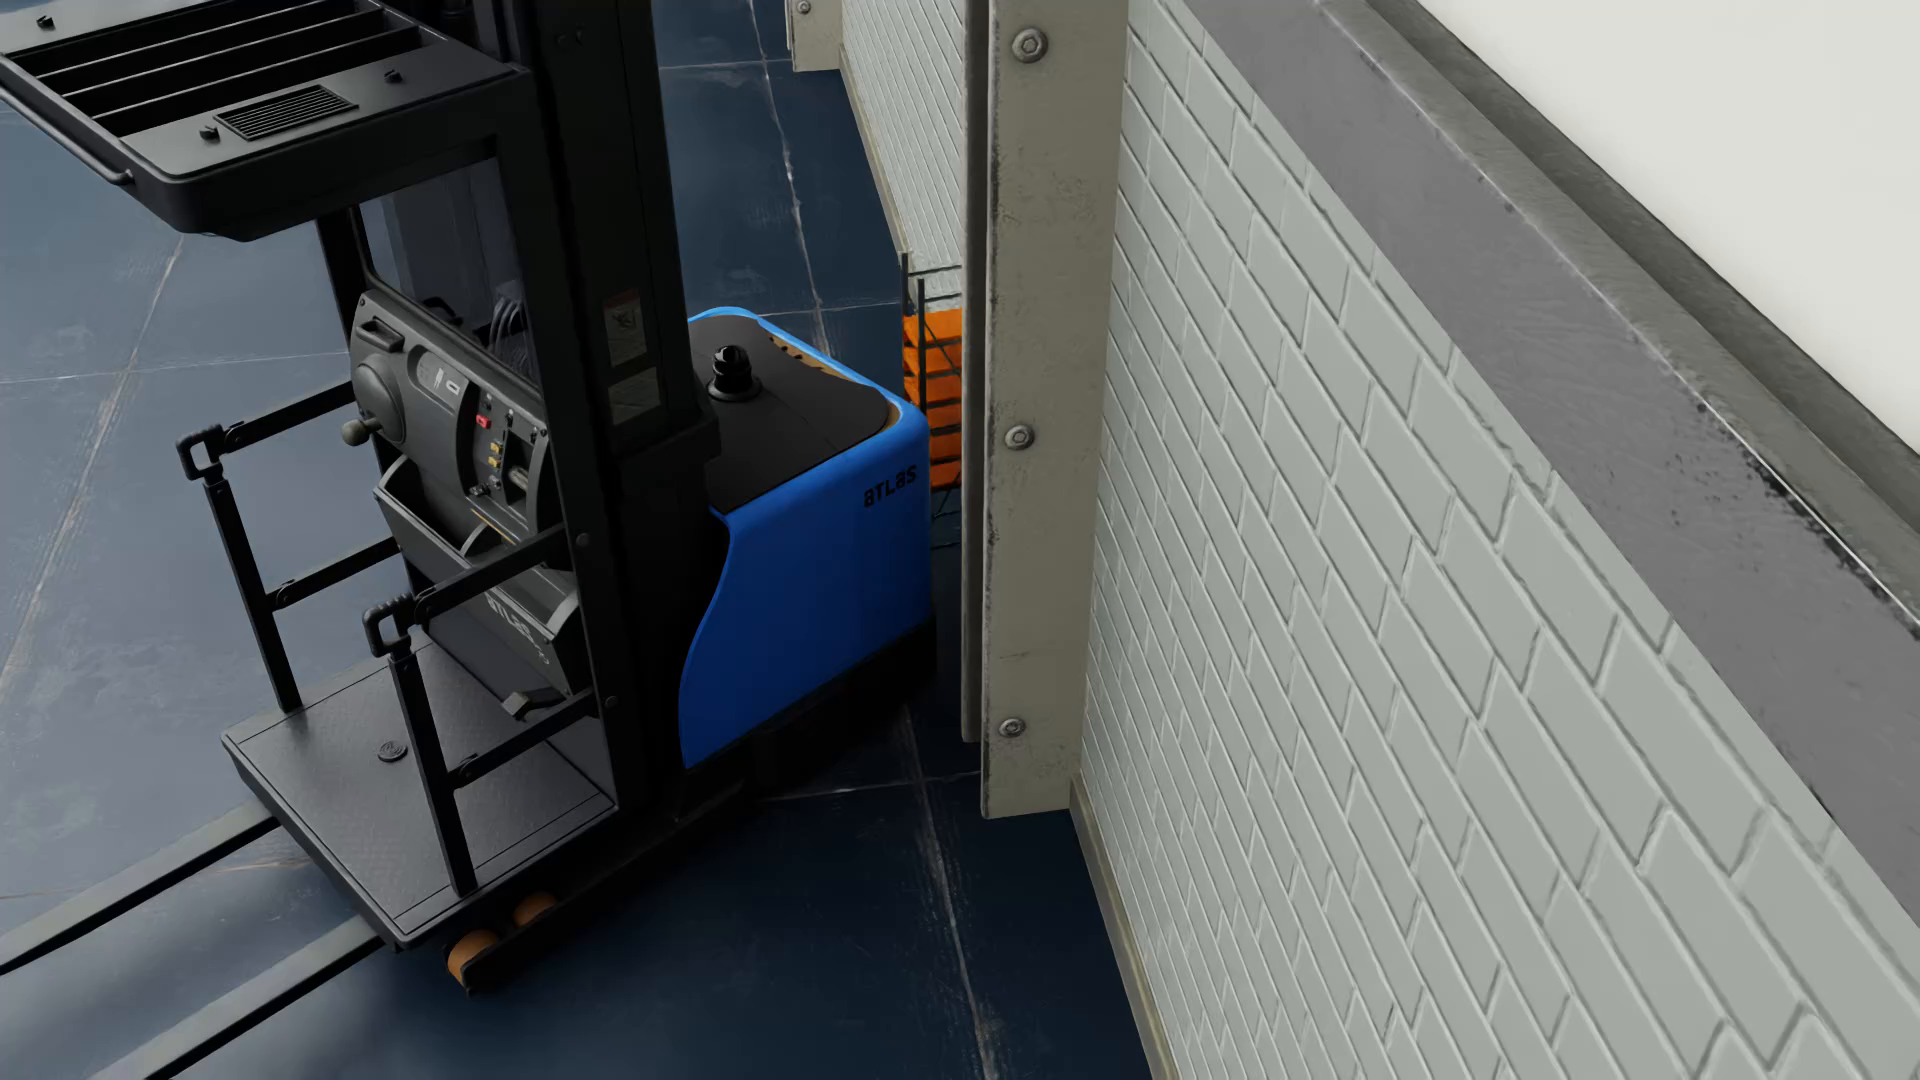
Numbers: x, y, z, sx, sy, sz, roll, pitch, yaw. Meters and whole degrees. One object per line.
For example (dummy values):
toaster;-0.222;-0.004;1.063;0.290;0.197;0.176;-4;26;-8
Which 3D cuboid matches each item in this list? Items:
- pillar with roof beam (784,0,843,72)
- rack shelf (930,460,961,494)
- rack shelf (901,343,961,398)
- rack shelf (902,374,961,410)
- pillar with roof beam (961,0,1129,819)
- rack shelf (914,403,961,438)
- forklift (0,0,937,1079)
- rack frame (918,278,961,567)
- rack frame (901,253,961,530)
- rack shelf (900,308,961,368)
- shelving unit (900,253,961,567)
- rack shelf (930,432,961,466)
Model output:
pillar with roof beam;-5.101;-5.988;6.622;9.100;9.000;0.400;-6;38;-8
rack shelf;-0.052;-0.221;6.020;0.258;0.103;0.180;-12;39;-15
rack shelf;-0.052;-0.601;5.726;0.258;0.103;0.180;-12;39;-15
rack shelf;-0.052;-0.506;5.800;0.258;0.103;0.180;-12;39;-15
pillar with roof beam;-4.049;-2.364;1.957;9.100;9.000;0.400;-6;38;-8
rack shelf;-0.052;-0.411;5.873;0.258;0.103;0.180;-12;39;-15
forklift;-1.482;-0.267;4.205;3.031;2.935;1.130;-31;47;-34
rack frame;-0.022;-0.393;5.778;0.240;1.200;0.006;-12;39;-15
rack frame;-0.082;-0.499;5.915;0.240;1.200;0.006;-12;39;-15
rack shelf;-0.052;-0.696;5.653;0.258;0.103;0.180;-12;39;-15
shelving unit;-0.052;-0.446;5.846;0.258;1.200;0.189;-12;39;-15
rack shelf;-0.052;-0.316;5.947;0.258;0.103;0.180;-12;39;-15
